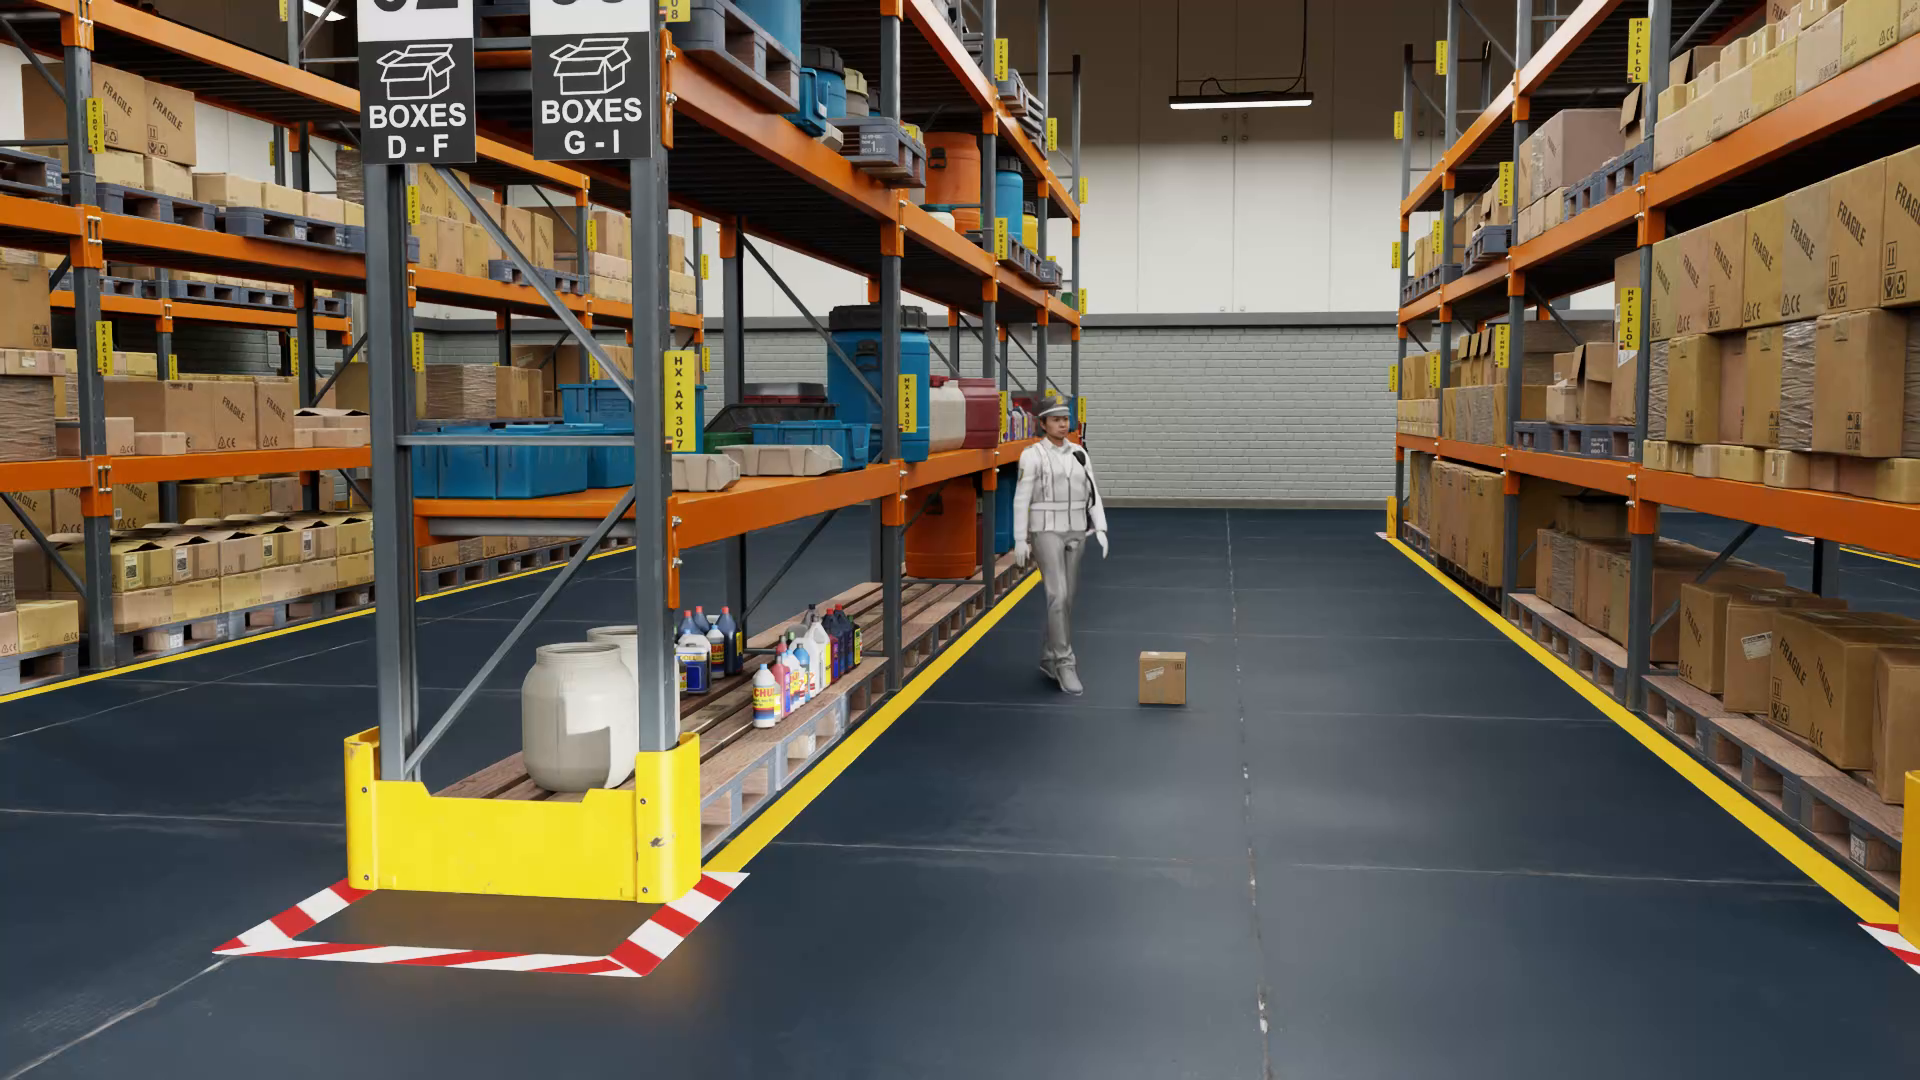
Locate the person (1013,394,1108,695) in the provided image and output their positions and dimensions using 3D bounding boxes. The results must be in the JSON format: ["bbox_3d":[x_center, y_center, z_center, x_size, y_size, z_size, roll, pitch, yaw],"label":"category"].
[{"bbox_3d":[0.644,0.006,9.676,0.521,1.706,0.666,-3,5,-29],"label":"person"}]
